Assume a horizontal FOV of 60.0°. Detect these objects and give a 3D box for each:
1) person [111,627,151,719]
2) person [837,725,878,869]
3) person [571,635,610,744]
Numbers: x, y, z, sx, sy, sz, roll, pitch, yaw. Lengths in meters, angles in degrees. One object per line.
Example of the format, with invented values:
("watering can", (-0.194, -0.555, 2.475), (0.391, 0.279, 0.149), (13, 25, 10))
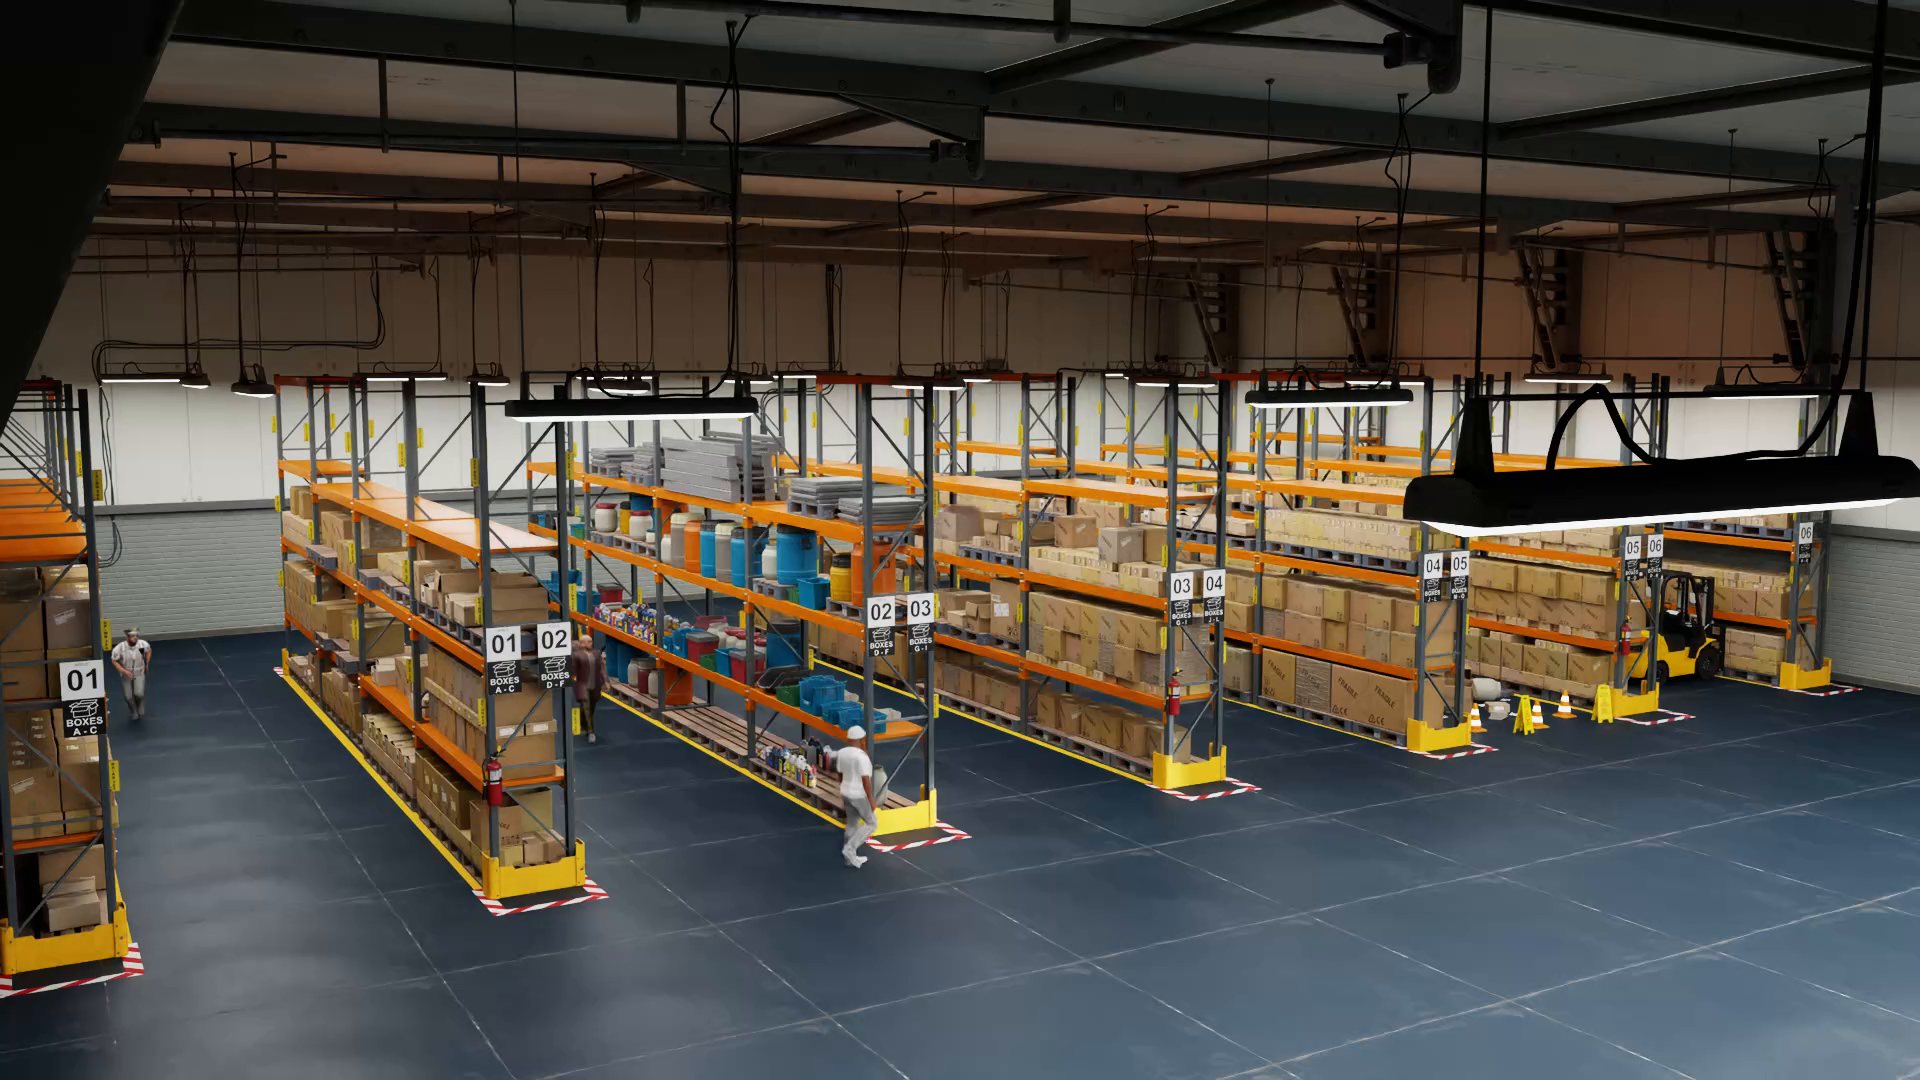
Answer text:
("person", (-14.463, 2.325, 29.042), (0.600, 1.682, 0.735), (-2, 7, -20))
("person", (-1.310, 3.179, 20.659), (0.481, 1.764, 0.594), (-4, 8, -34))
("person", (-6.148, 2.432, 27.566), (0.686, 1.716, 1.115), (-4, 8, -35))
